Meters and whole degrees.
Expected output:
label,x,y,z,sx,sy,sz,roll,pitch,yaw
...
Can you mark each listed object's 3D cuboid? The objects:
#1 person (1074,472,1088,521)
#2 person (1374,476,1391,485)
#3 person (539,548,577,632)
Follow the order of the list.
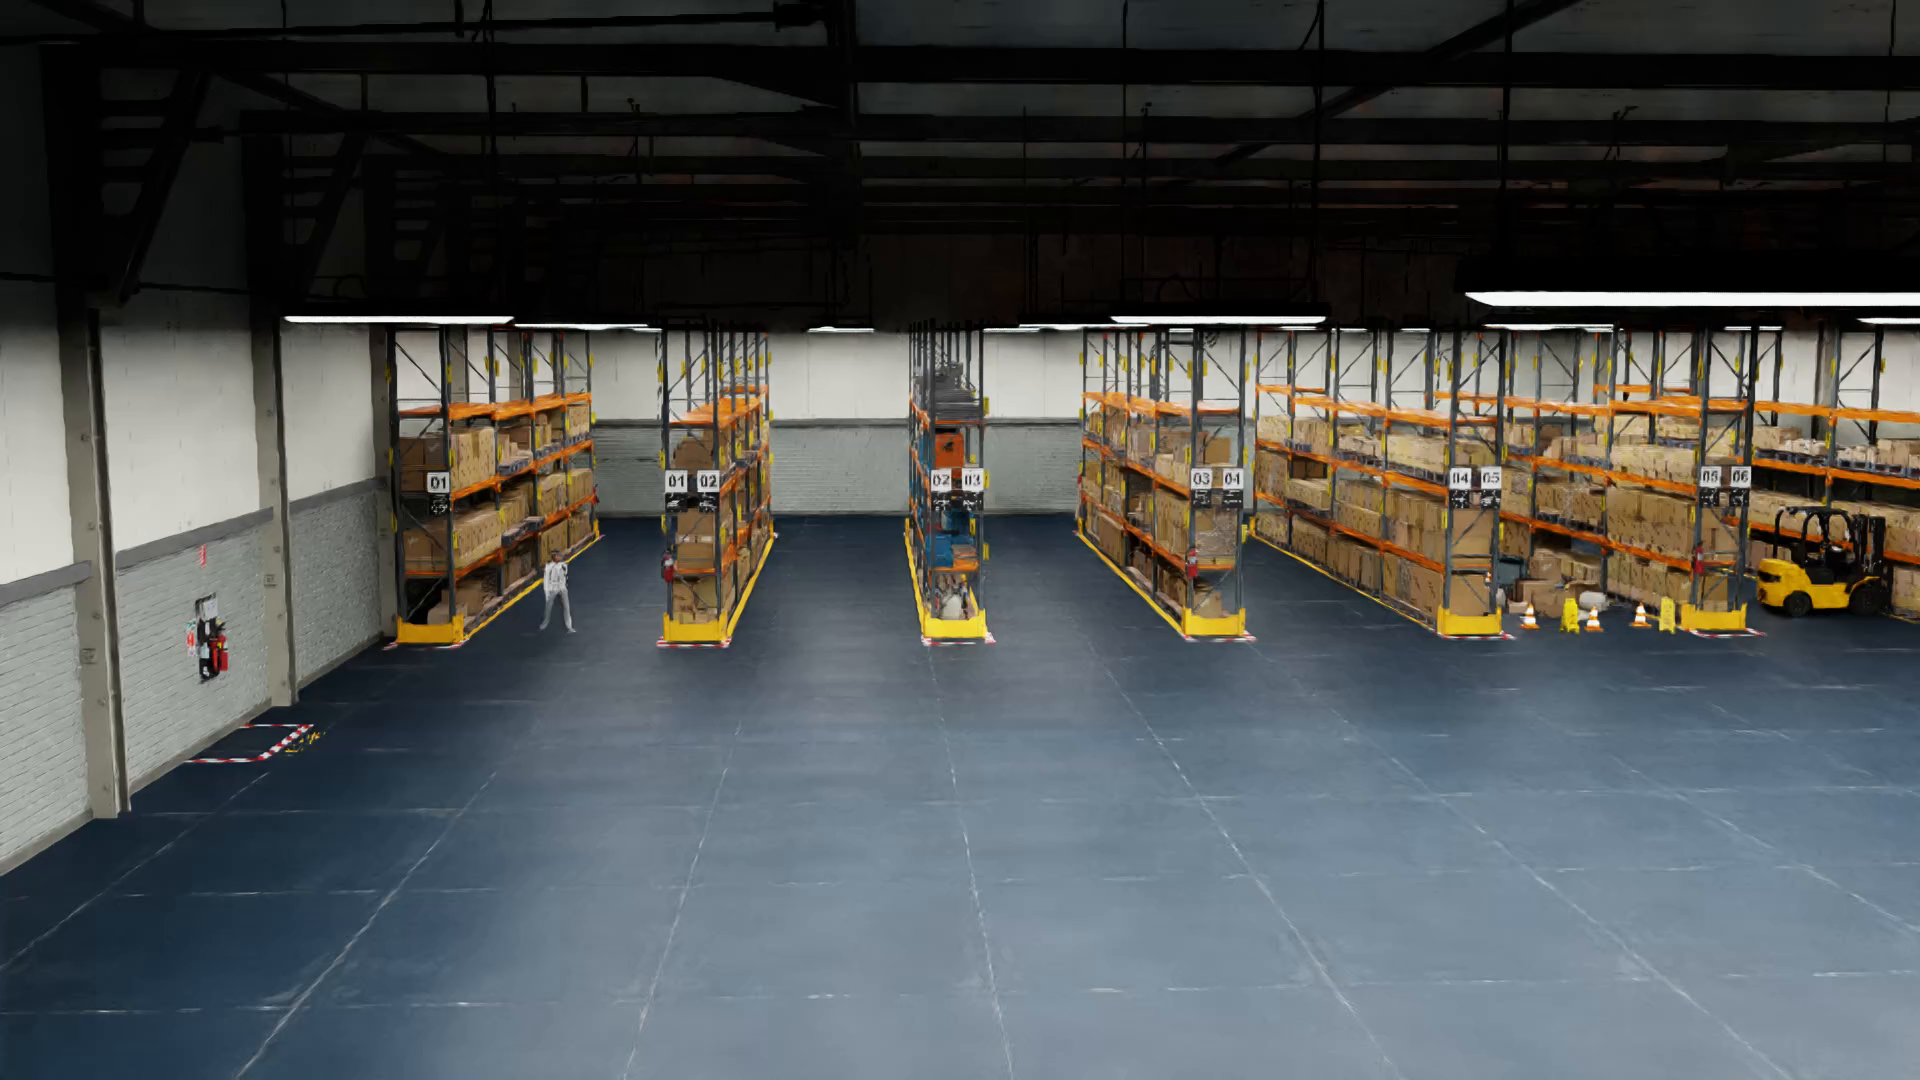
label,x,y,z,sx,sy,sz,roll,pitch,yaw
person,3.869,-1.460,51.172,0.589,1.718,0.772,5,9,37
person,13.399,-1.639,52.633,0.595,1.743,0.583,5,8,33
person,-7.780,0.953,32.007,0.543,1.645,0.912,-4,8,-30
